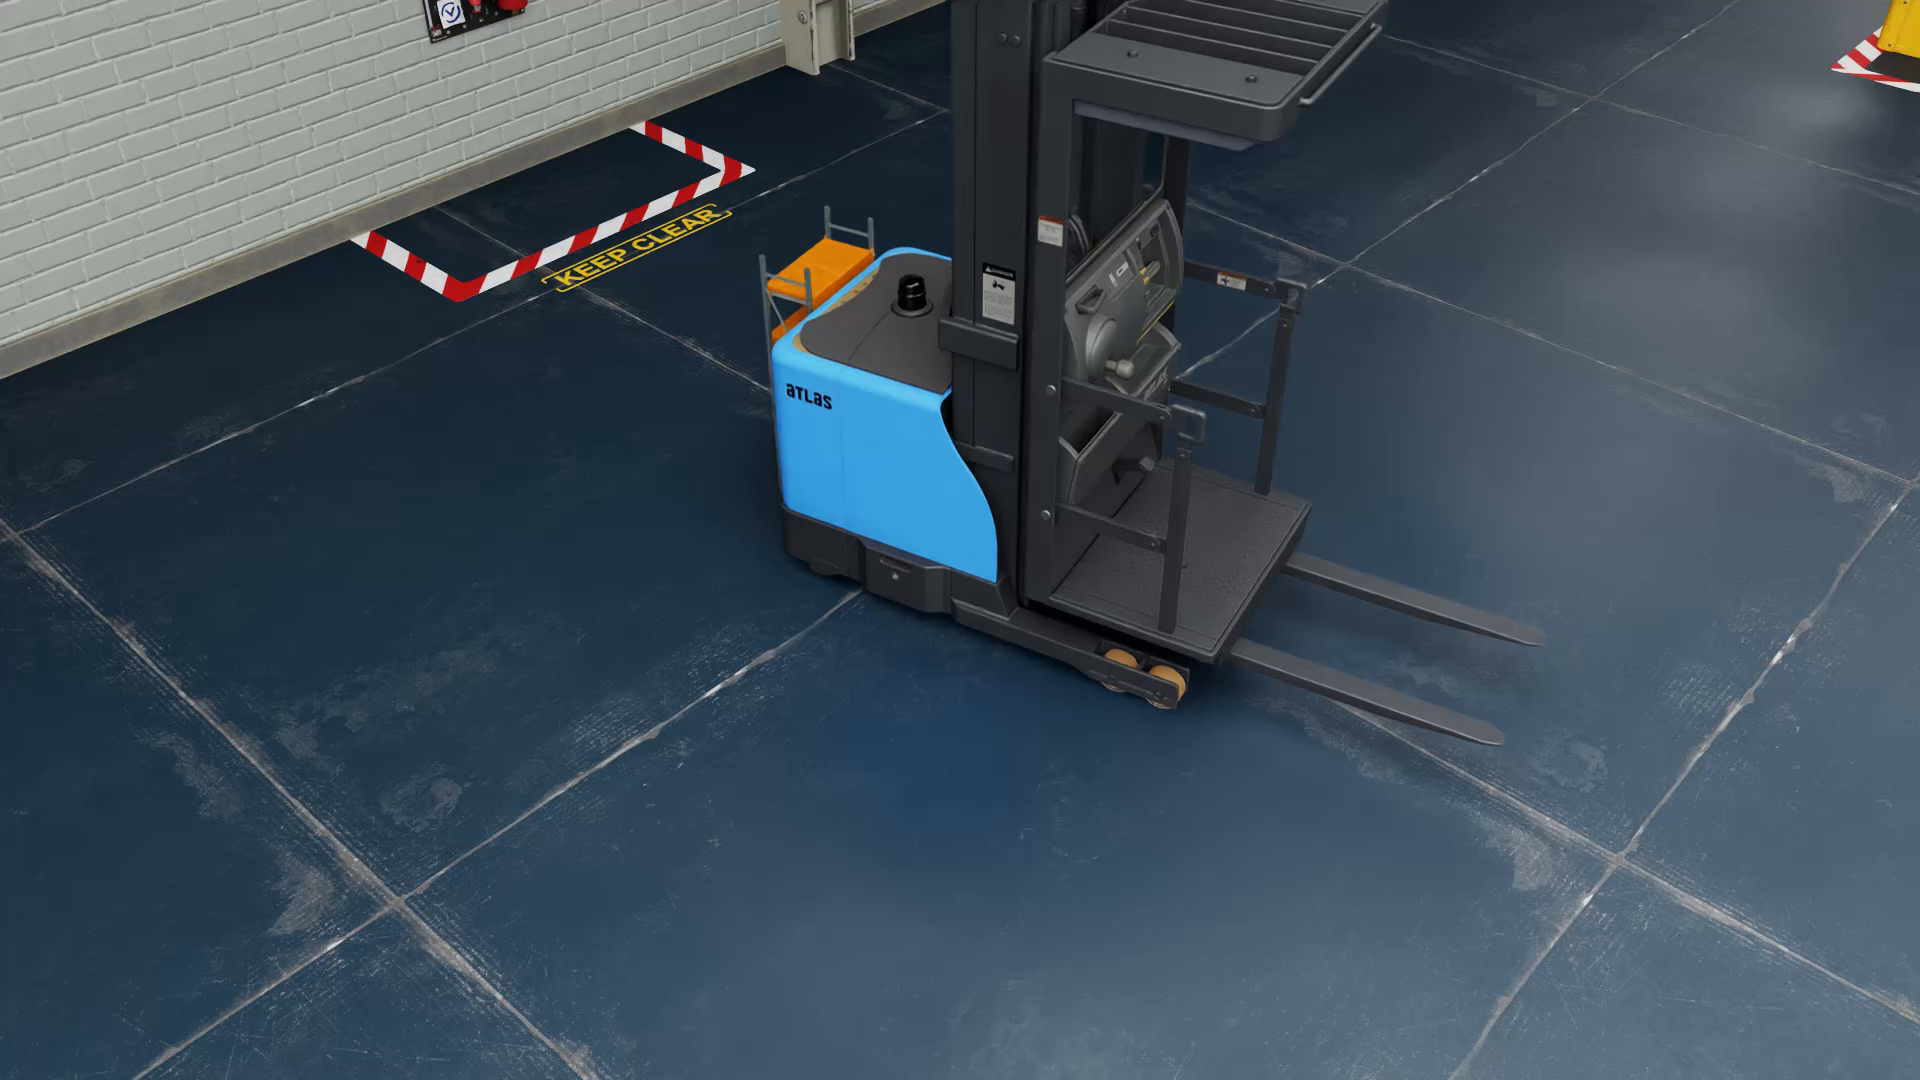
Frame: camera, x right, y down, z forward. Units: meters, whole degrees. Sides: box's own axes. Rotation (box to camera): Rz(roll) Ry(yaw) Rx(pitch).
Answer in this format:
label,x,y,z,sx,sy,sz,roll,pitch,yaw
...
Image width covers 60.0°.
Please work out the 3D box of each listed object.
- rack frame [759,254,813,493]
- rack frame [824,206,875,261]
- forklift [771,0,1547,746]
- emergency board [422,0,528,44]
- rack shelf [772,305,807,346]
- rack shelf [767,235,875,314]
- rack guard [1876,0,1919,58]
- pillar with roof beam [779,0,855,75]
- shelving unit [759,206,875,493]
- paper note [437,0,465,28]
label,x,y,z,sx,sy,sz,roll,pitch,yaw
rack frame,-0.710,-0.657,7.111,0.240,1.200,0.015,19,42,23
rack frame,-0.472,-0.922,7.445,0.240,1.200,0.015,19,42,23
forklift,0.783,-0.875,5.996,3.031,2.935,1.130,19,42,22
emergency board,-2.656,-3.332,9.030,0.194,1.169,0.643,30,47,32
rack shelf,-0.592,-0.912,7.181,0.258,0.148,0.480,19,42,23
rack shelf,-0.592,-1.097,7.034,0.258,0.148,0.480,19,42,23
rack guard,6.896,-3.455,11.193,1.175,0.500,0.348,30,47,32
pillar with roof beam,2.217,-4.991,6.297,9.100,9.000,0.400,30,47,32
shelving unit,-0.591,-0.789,7.278,0.258,1.200,0.503,19,42,23
paper note,-2.826,-2.934,9.238,0.016,0.148,0.142,30,47,32
